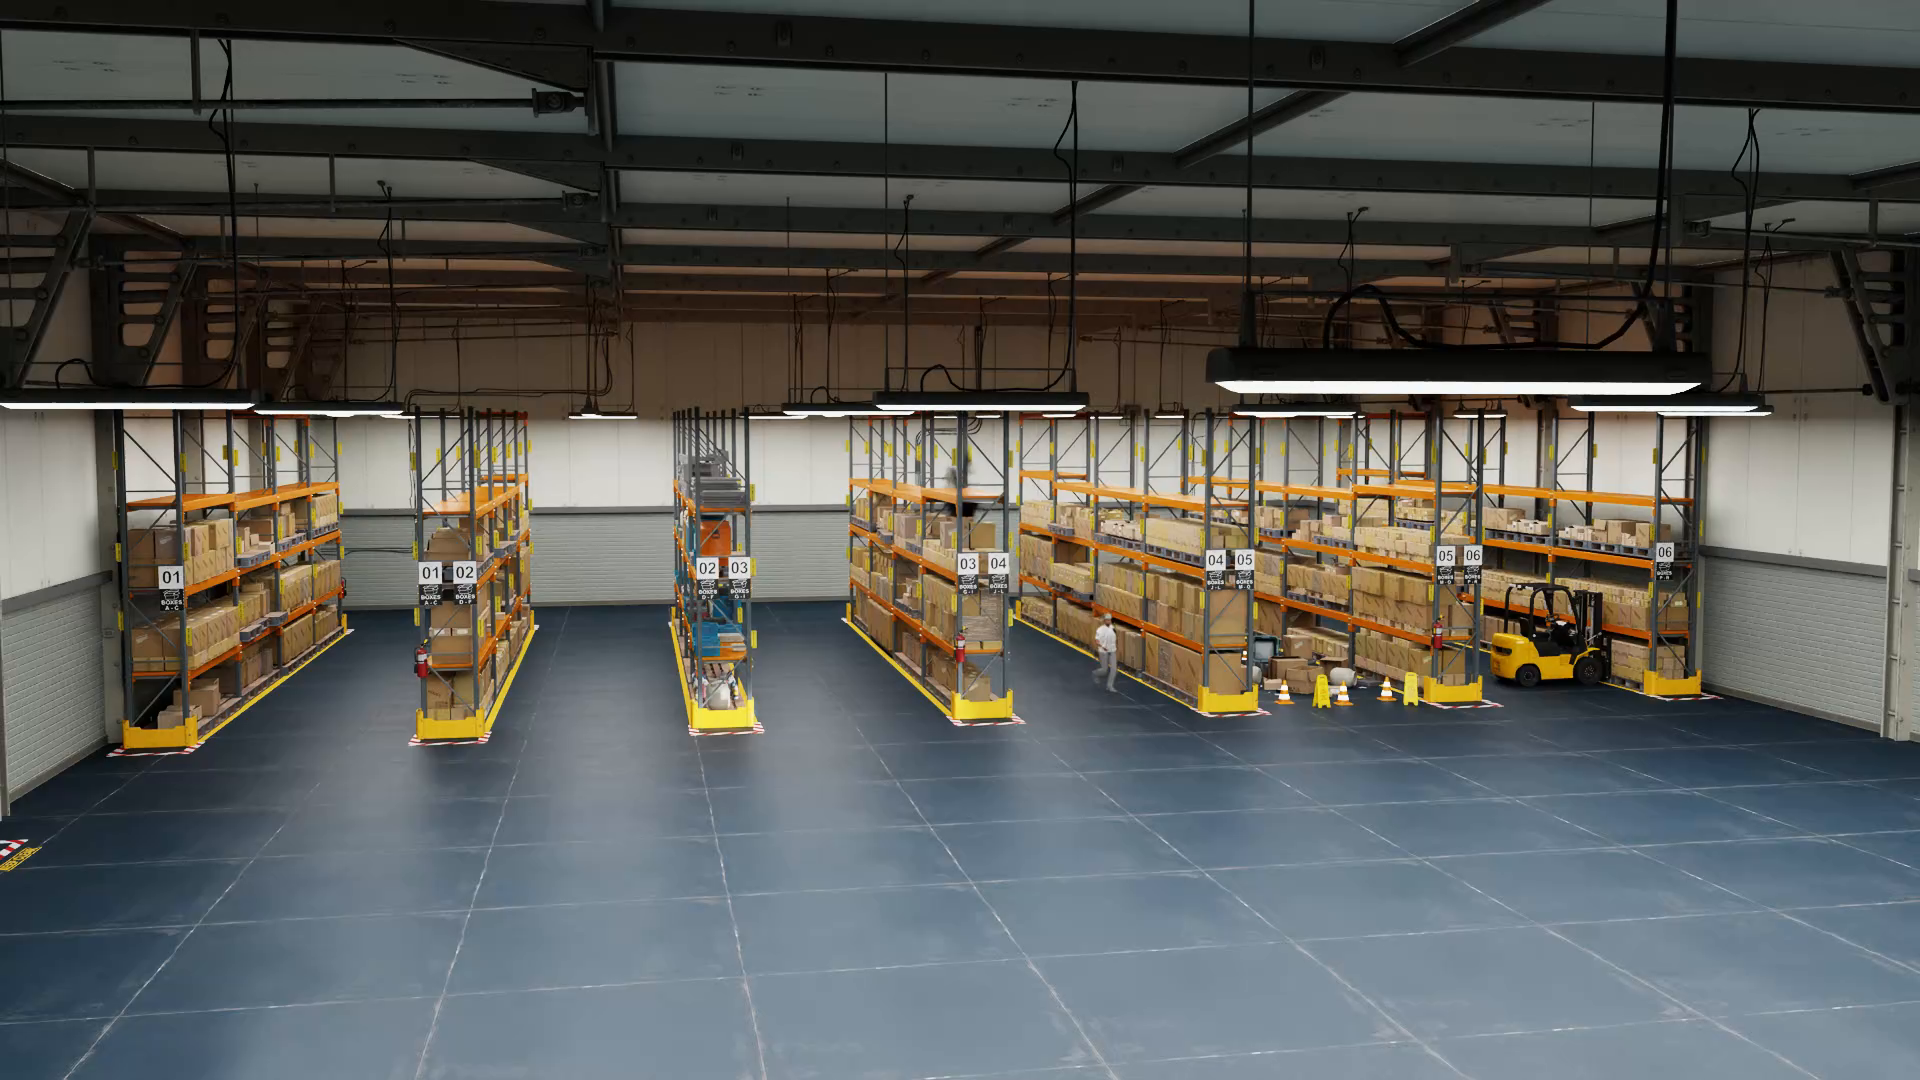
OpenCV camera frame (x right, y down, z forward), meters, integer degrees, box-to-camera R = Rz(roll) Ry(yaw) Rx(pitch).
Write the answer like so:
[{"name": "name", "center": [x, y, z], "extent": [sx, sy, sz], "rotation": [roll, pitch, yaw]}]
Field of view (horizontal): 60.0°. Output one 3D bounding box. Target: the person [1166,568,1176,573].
[{"name": "person", "center": [6.472, 1.246, 50.952], "extent": [0.708, 1.714, 0.732], "rotation": [0, 4, 7]}]

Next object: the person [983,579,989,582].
[{"name": "person", "center": [0.457, 1.463, 48.112], "extent": [0.791, 1.712, 0.570], "rotation": [2, 5, 27]}]

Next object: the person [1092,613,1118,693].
[{"name": "person", "center": [3.118, 2.381, 35.402], "extent": [0.579, 1.682, 0.764], "rotation": [-2, 5, -28]}]

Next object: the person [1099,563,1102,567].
[{"name": "person", "center": [4.087, 1.501, 47.906], "extent": [0.547, 1.695, 0.707], "rotation": [-2, 5, -27]}]
